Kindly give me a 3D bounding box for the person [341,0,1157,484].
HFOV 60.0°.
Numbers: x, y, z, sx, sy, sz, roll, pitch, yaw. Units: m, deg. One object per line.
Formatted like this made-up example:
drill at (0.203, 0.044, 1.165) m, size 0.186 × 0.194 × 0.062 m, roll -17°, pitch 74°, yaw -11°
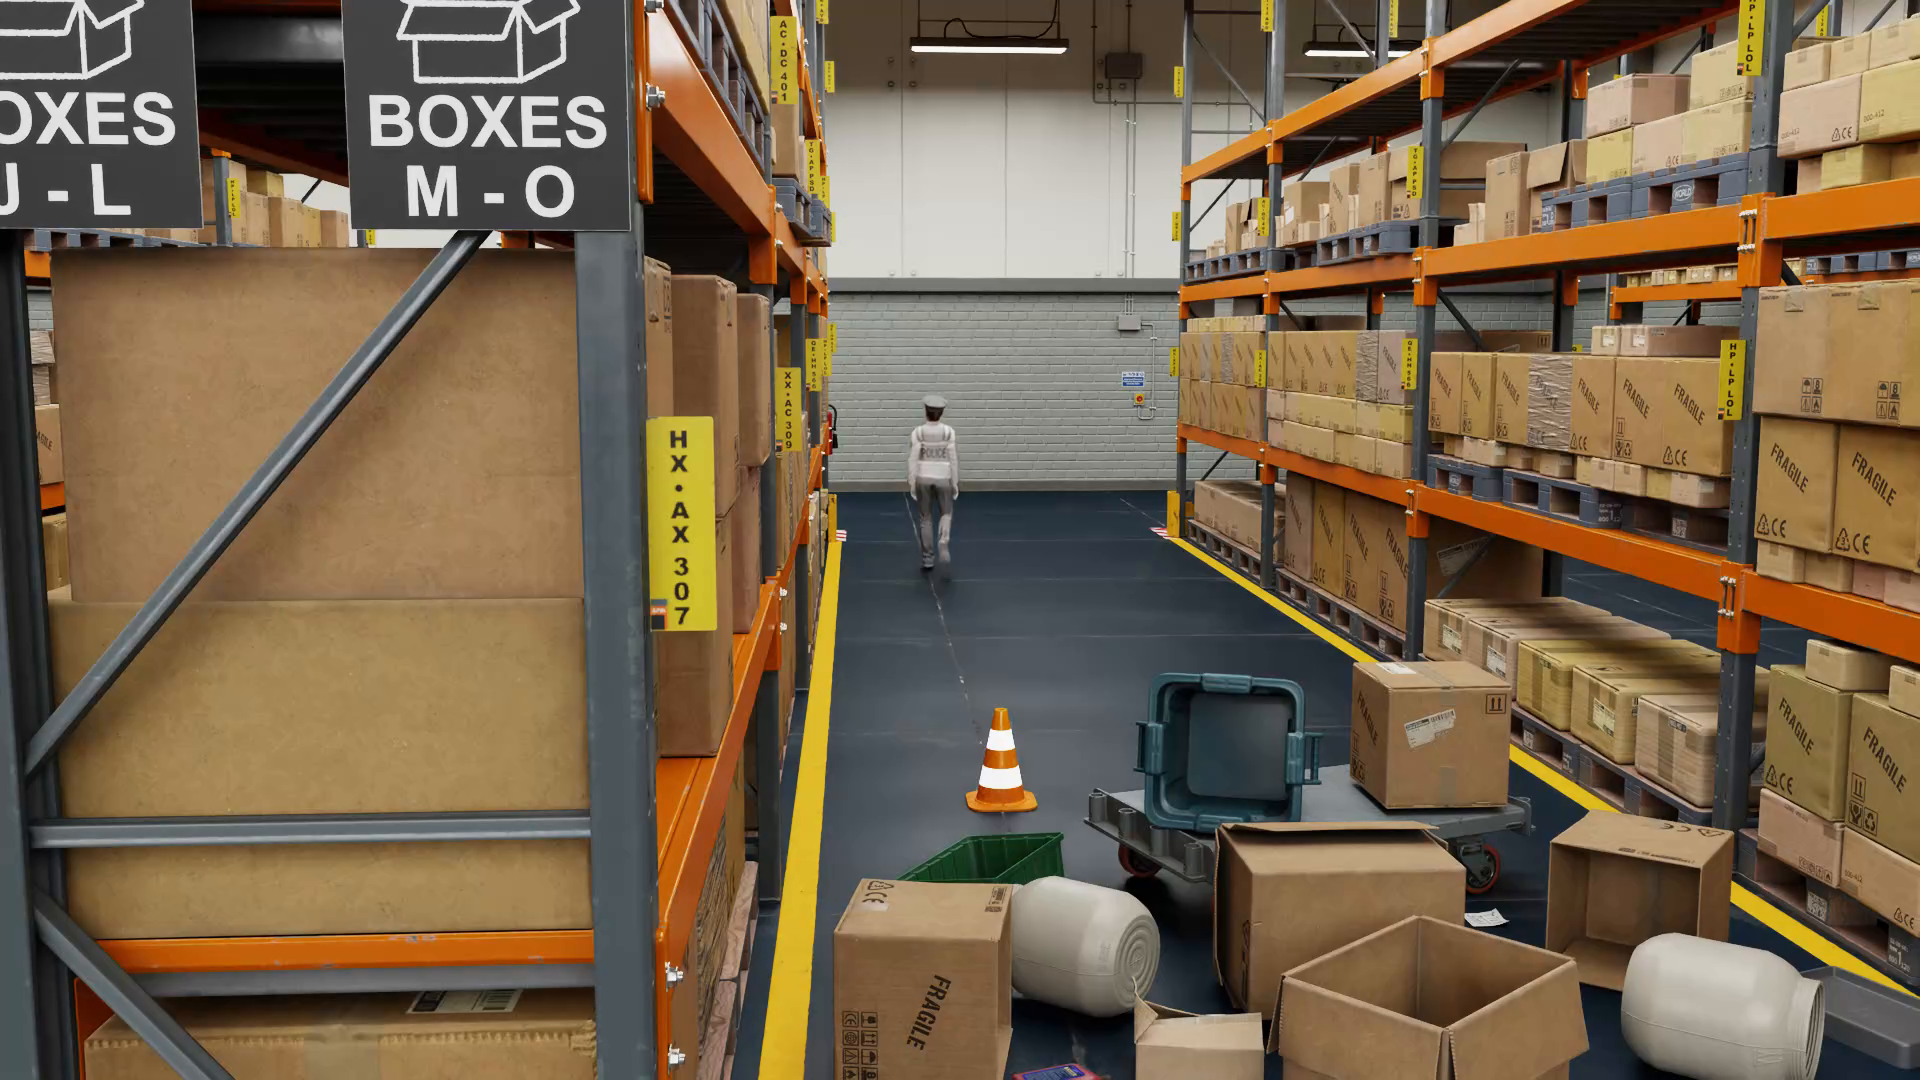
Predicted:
person at (1.188, -1.402, 13.419) m, size 5.278 × 2.350 × 21.920 m, roll 0°, pitch 7°, yaw -3°
